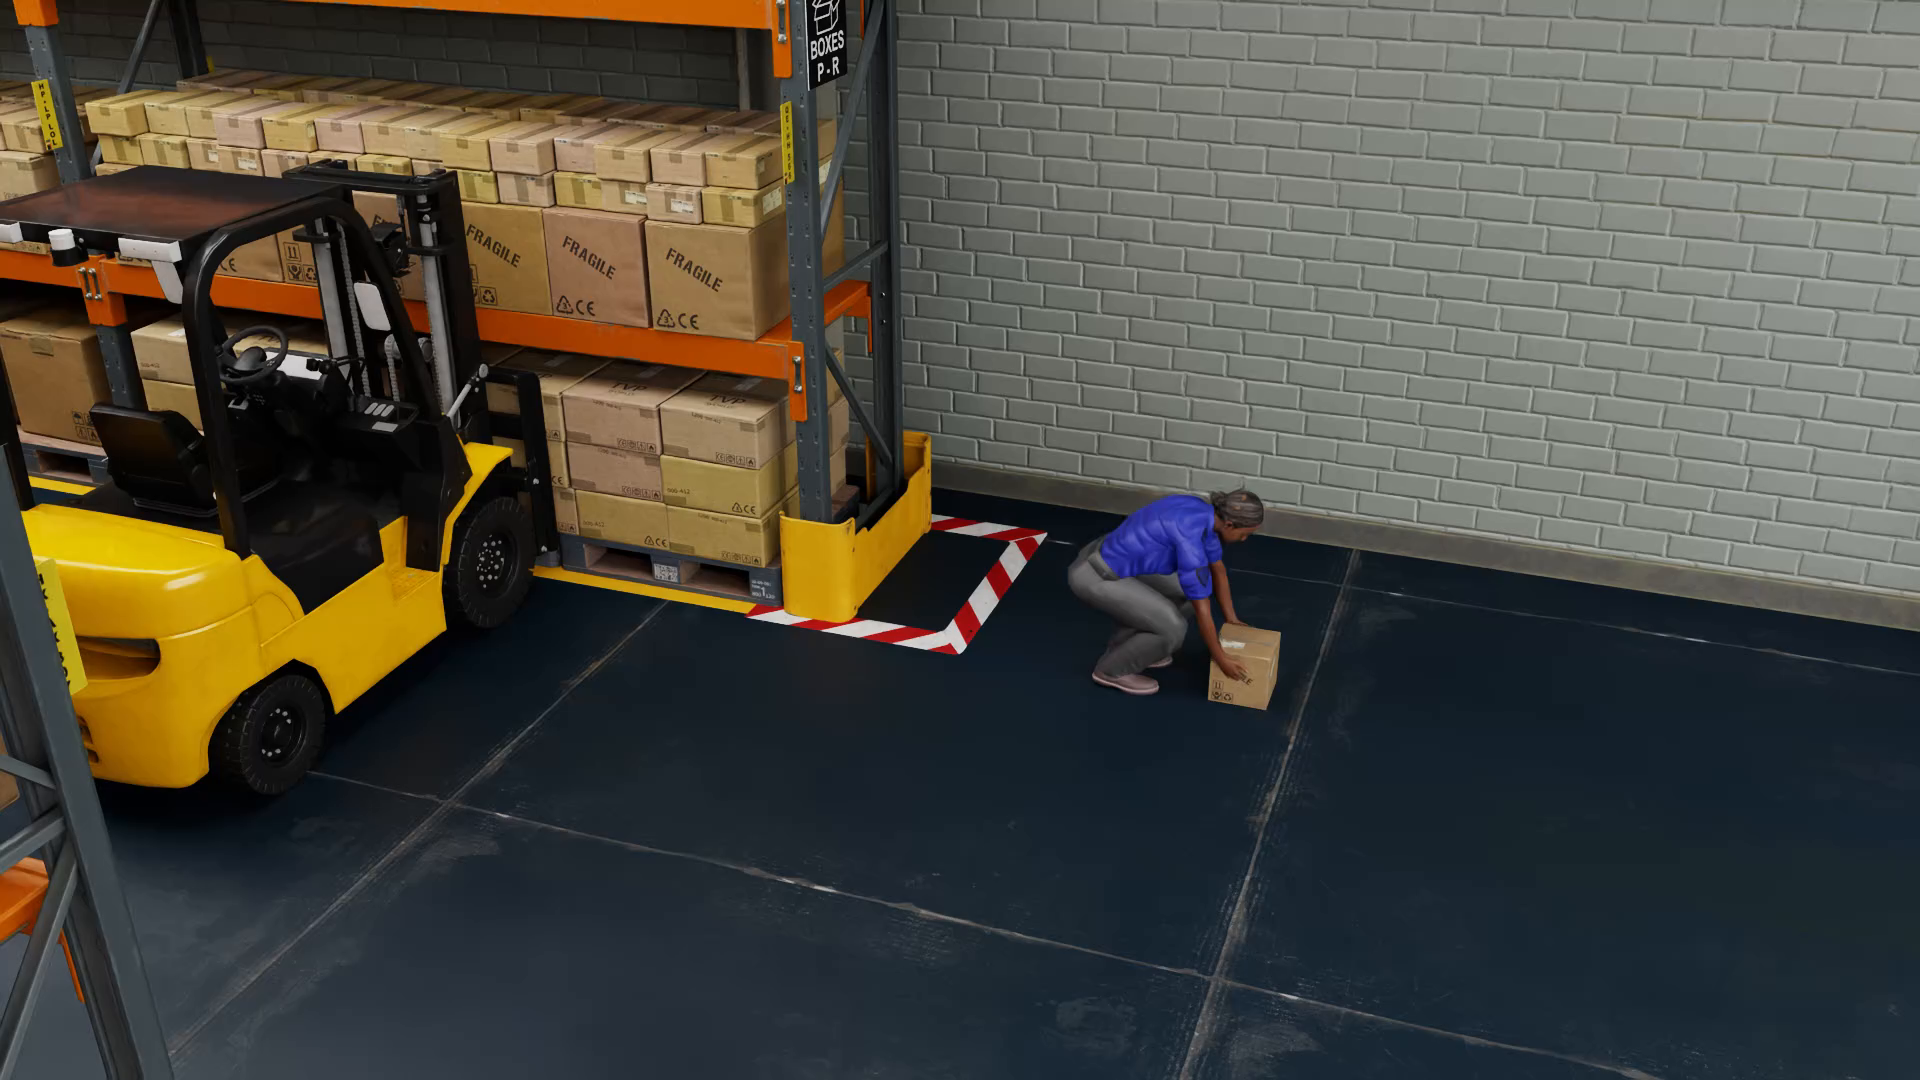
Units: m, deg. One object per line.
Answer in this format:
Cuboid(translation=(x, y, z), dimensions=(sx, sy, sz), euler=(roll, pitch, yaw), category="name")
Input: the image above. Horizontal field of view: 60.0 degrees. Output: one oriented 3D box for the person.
Cuboid(translation=(0.876, 0.188, 7.096), dimensions=(0.807, 0.909, 0.483), euler=(9, 27, 17), category="person")
